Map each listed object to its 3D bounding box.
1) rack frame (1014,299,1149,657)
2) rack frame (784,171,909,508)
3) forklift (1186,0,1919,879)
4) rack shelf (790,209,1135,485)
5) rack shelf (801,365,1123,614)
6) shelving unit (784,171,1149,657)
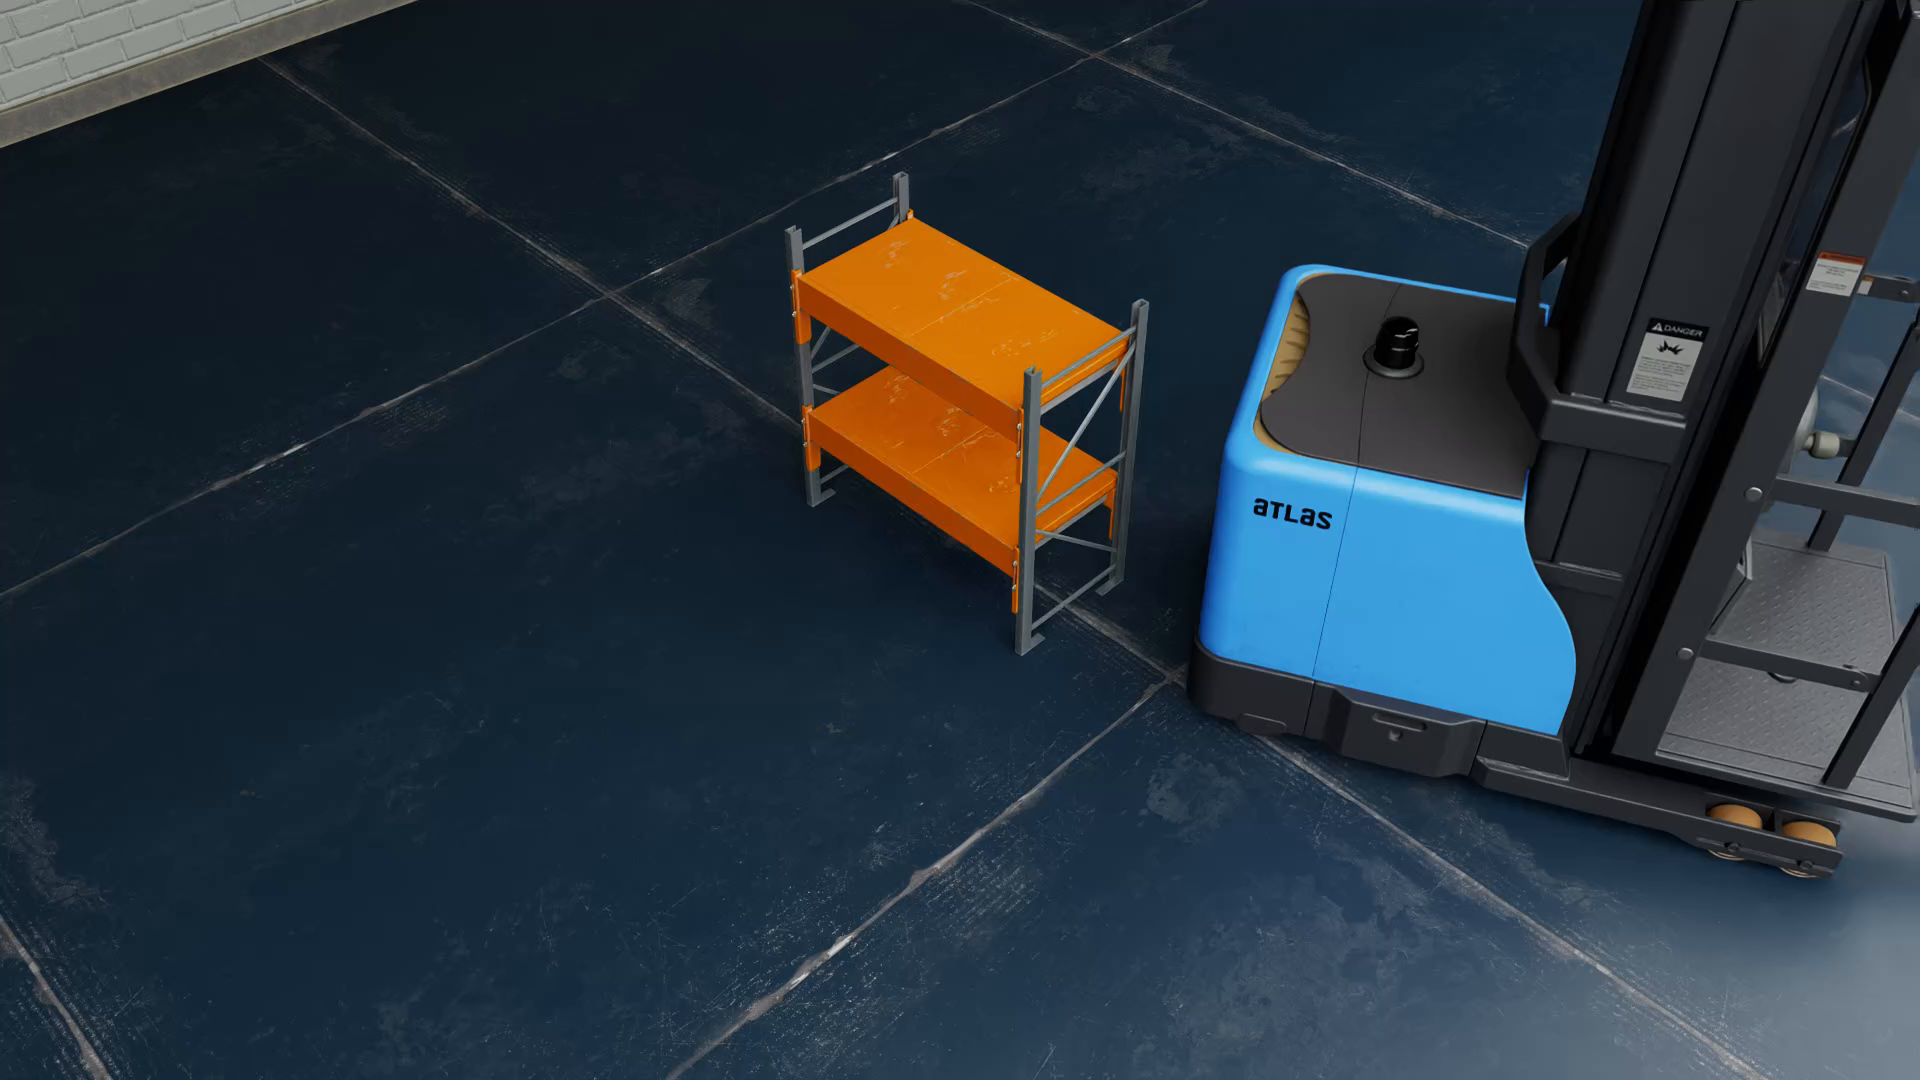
[{"bbox_3d":[0.364,-0.166,5.100,0.500,1.125,0.032,-34,53,-31],"label":"rack frame"},{"bbox_3d":[-0.354,-0.654,5.629,0.500,1.125,0.032,-34,53,-31],"label":"rack frame"},{"bbox_3d":[2.274,-0.528,4.161,3.031,2.935,1.130,13,44,13],"label":"forklift"},{"bbox_3d":[0.005,-0.625,5.166,0.538,0.278,1.000,-34,53,-31],"label":"rack shelf"},{"bbox_3d":[0.005,-0.230,5.531,0.538,0.278,1.000,-34,53,-31],"label":"rack shelf"},{"bbox_3d":[0.005,-0.410,5.365,0.538,1.125,1.048,-34,53,-31],"label":"shelving unit"}]
